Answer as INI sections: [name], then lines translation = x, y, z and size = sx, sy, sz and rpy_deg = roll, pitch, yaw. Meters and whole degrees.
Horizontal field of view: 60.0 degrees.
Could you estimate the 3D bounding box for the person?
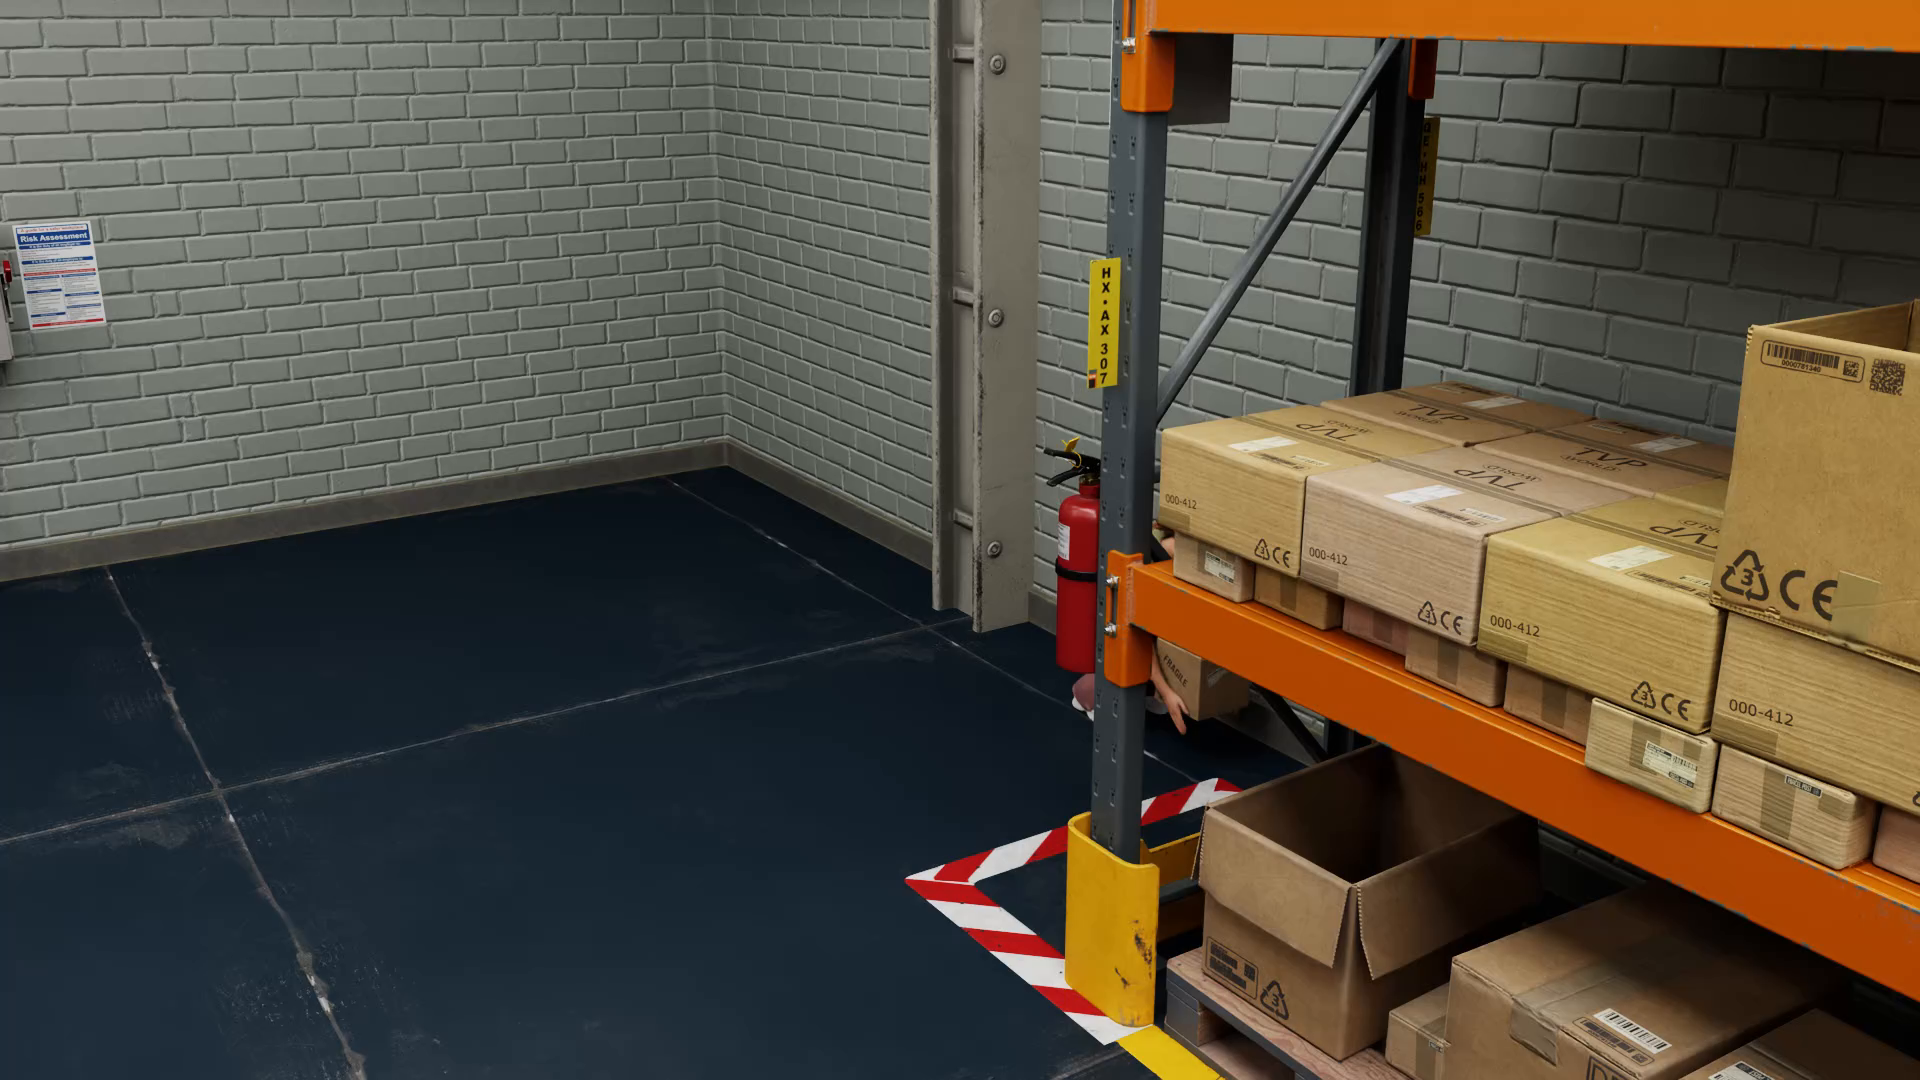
[person]
translation = 0.736, 0.279, 6.408
size = 0.474, 0.937, 0.802
rpy_deg = -12, 22, -32
